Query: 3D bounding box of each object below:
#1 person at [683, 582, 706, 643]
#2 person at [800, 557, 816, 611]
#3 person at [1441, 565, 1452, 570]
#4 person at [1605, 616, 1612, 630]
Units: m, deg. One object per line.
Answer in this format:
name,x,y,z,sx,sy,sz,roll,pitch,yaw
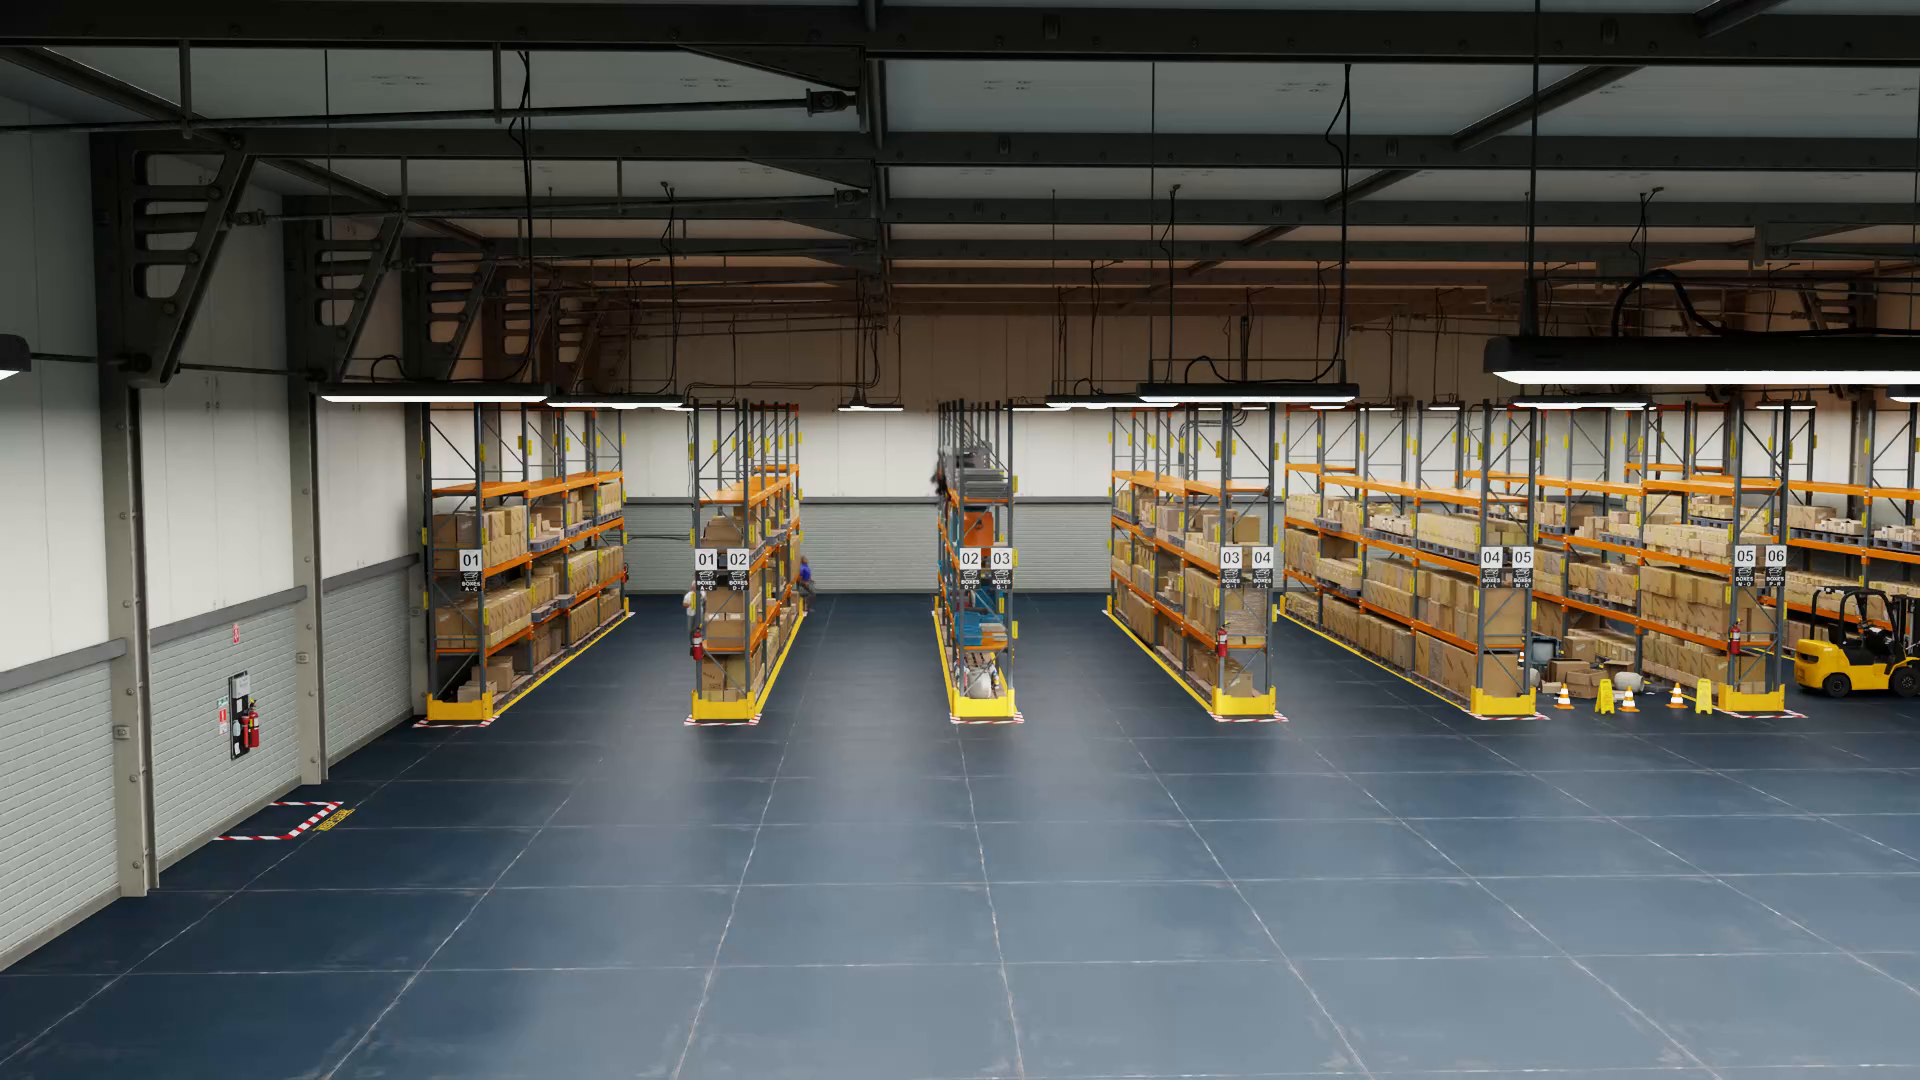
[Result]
person,-6.388,1.826,40.176,0.607,1.651,0.941,0,4,-2
person,-4.383,1.331,48.183,0.474,1.506,0.632,1,4,12
person,14.414,1.130,49.183,0.668,1.764,0.762,1,4,7
person,16.418,1.709,42.145,0.583,1.623,0.697,0,4,-6
